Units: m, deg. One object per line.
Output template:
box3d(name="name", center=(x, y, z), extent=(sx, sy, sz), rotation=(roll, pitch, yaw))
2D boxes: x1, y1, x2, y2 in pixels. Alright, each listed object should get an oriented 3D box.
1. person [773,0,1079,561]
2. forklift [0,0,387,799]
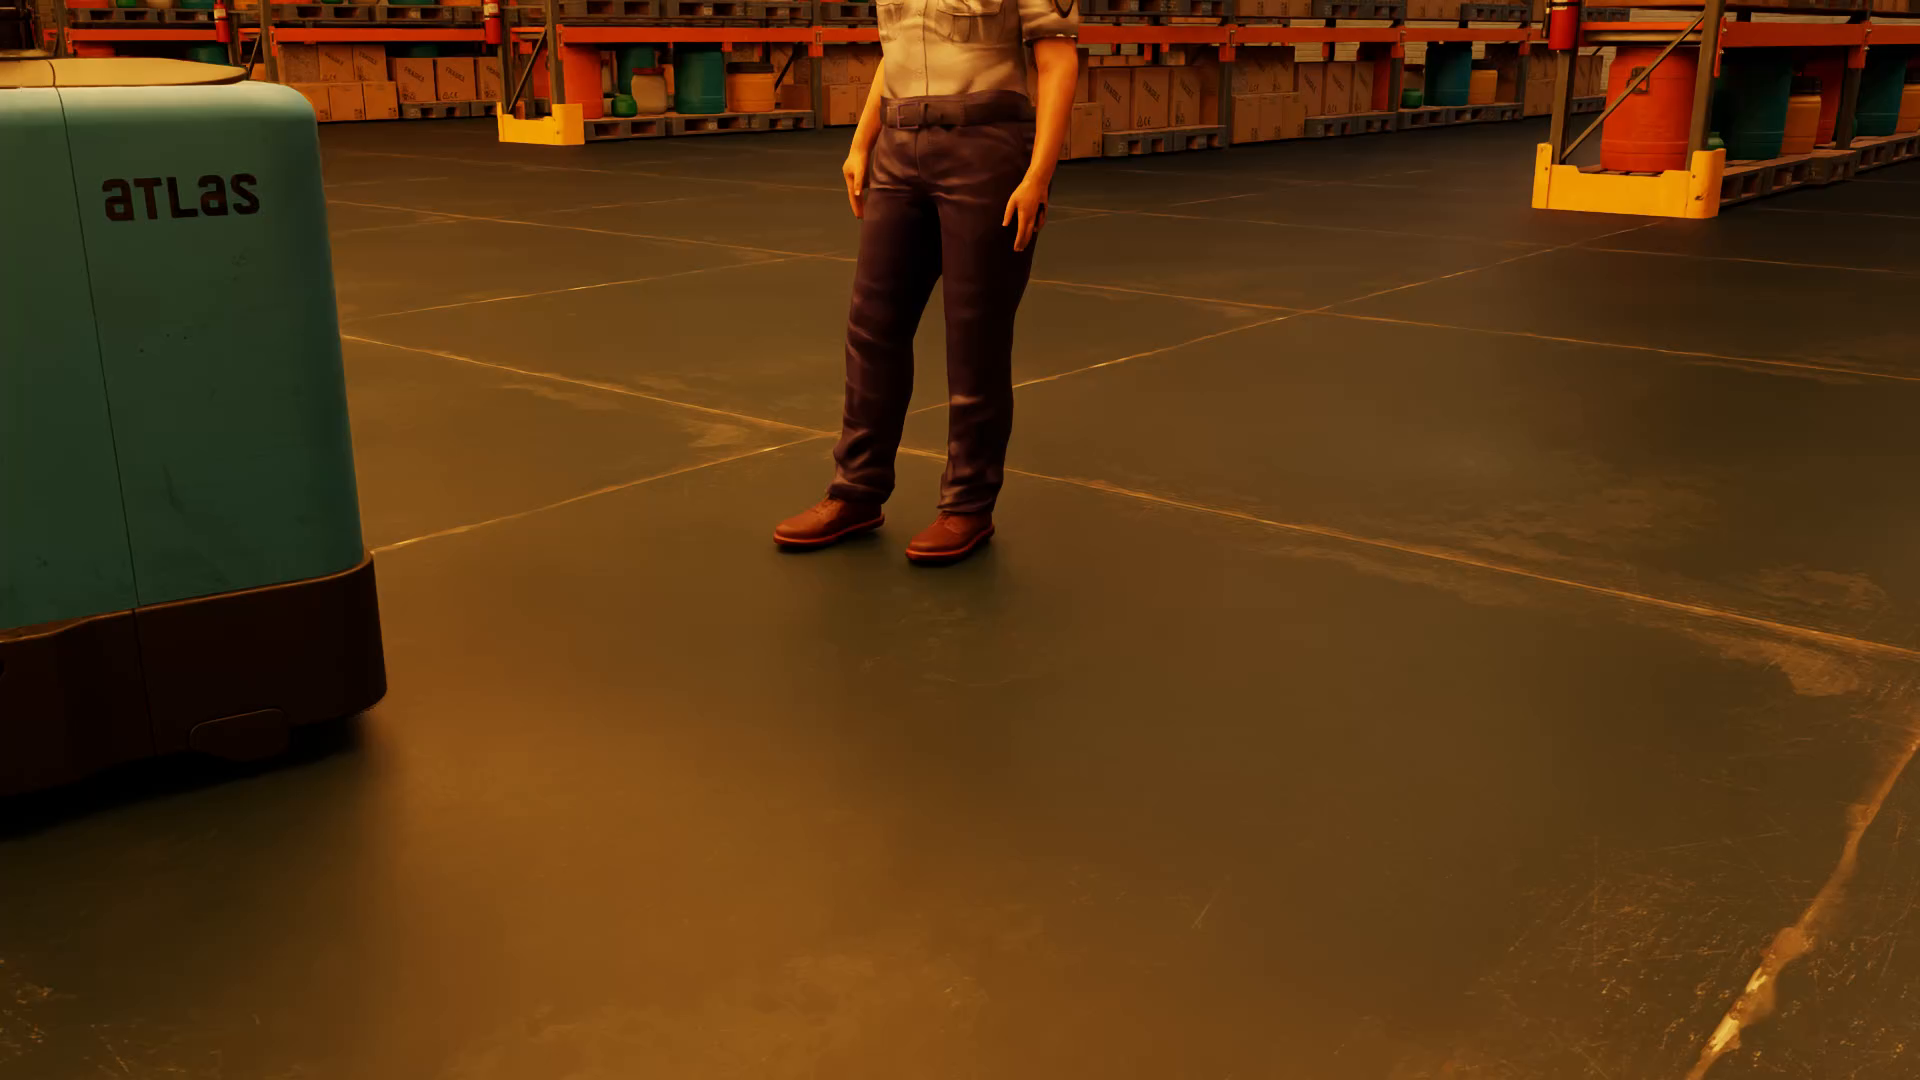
box3d(name="person", center=(-0.074, -0.780, 3.648), extent=(0.598, 1.651, 0.503), rotation=(13, 21, 37))
box3d(name="forklift", center=(-2.485, -0.940, 1.994), extent=(3.031, 2.935, 1.130), rotation=(-11, 20, -32))
